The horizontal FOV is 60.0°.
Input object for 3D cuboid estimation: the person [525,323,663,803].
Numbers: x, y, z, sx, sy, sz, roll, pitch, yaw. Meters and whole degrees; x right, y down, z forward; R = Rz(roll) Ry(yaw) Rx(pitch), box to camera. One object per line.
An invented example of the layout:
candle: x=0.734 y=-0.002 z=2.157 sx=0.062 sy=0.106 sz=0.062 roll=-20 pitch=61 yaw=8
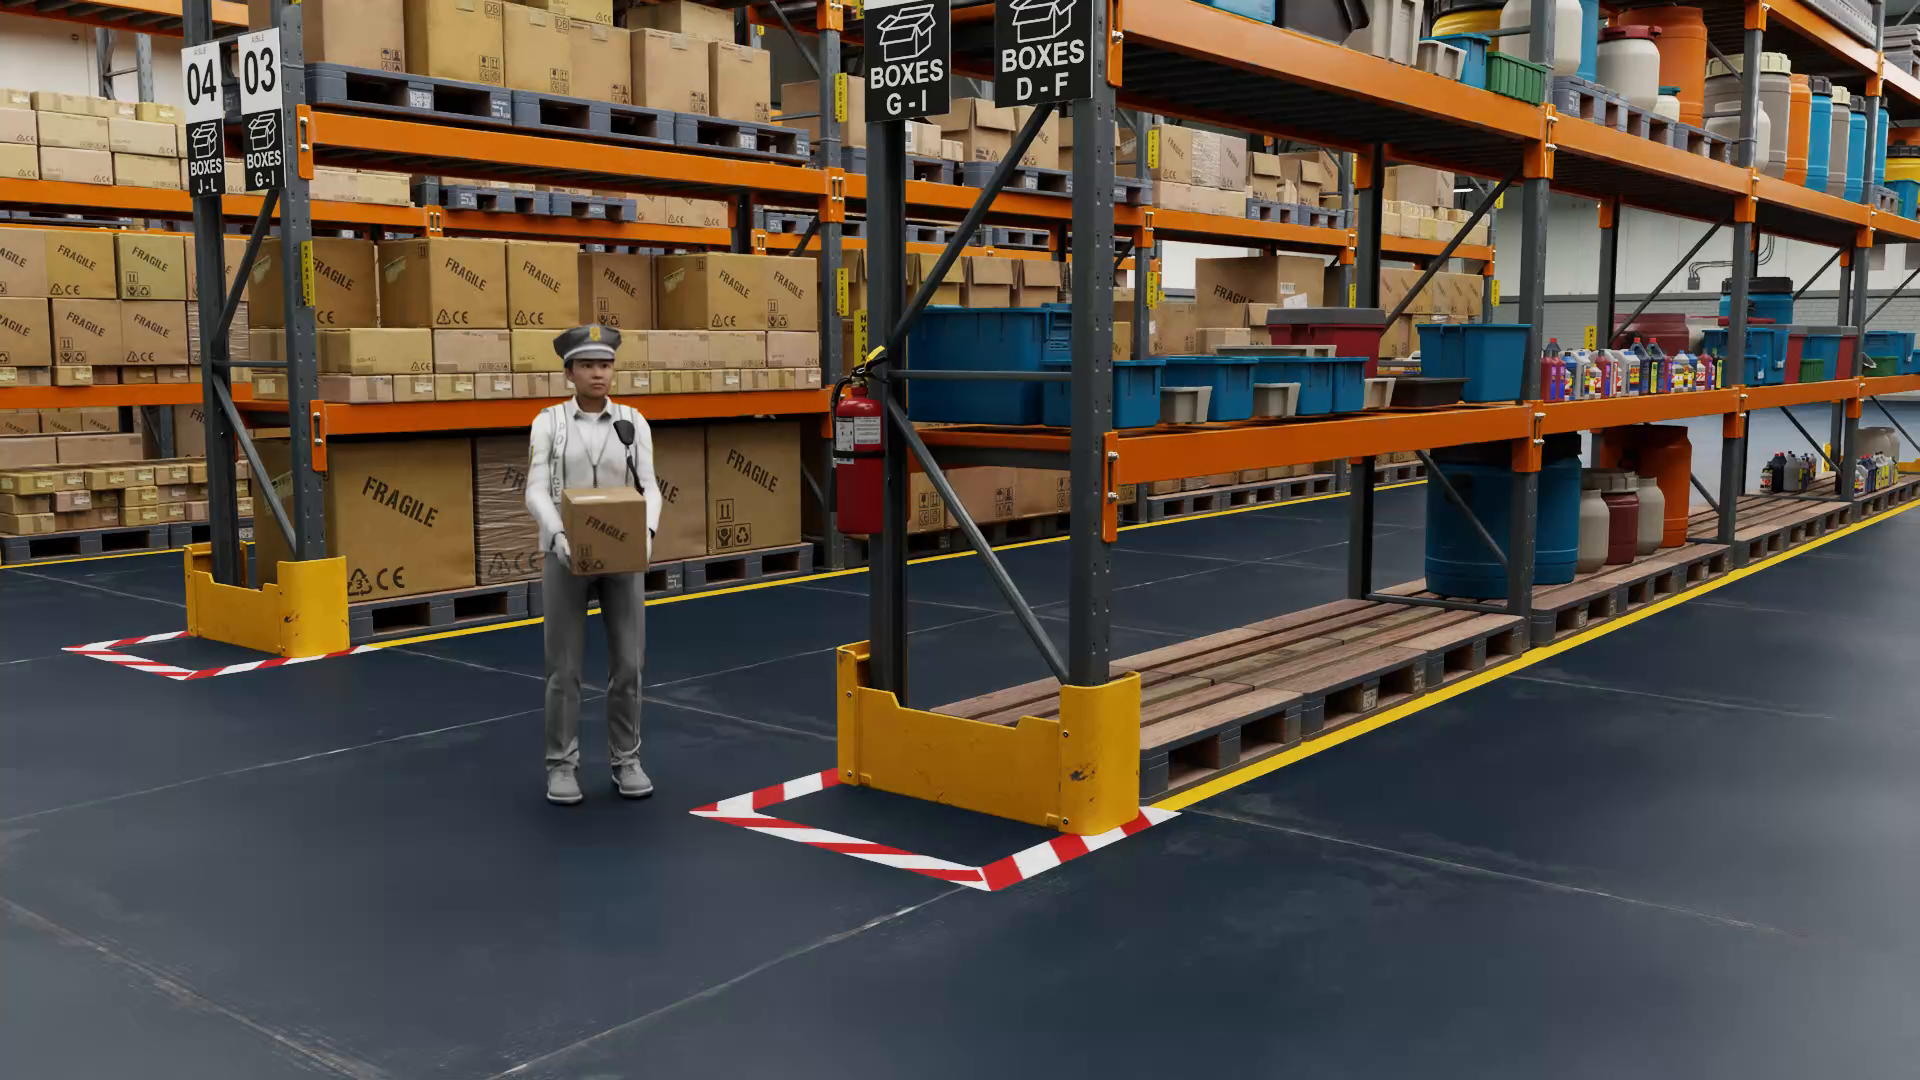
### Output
person: x=-1.287 y=0.083 z=5.907 sx=0.479 sy=1.692 sz=0.529 roll=-3 pitch=7 yaw=-21
